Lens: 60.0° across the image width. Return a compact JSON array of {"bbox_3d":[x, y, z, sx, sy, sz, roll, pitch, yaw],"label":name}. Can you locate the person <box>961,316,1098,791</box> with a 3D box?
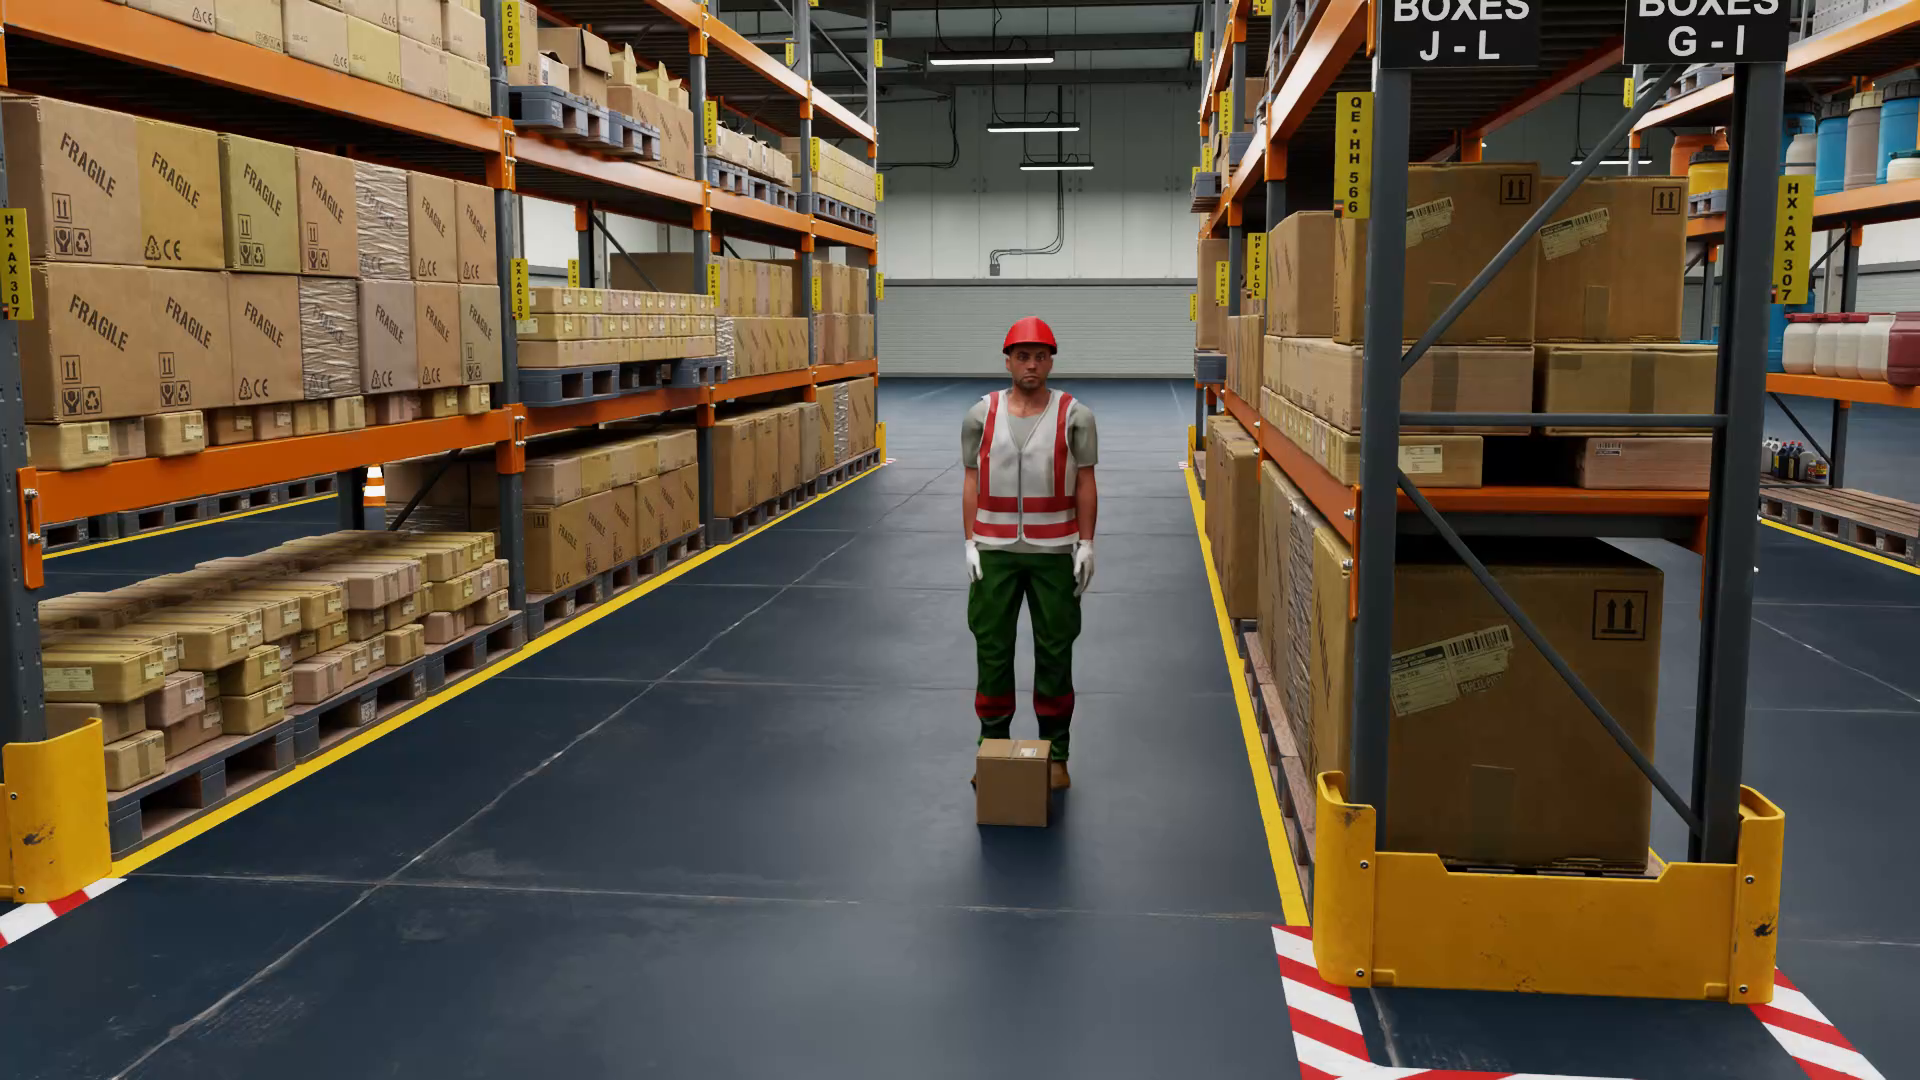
[{"bbox_3d":[4.141,-0.613,11.437,6.848,1.806,11.595,1,8,8],"label":"person"}]
